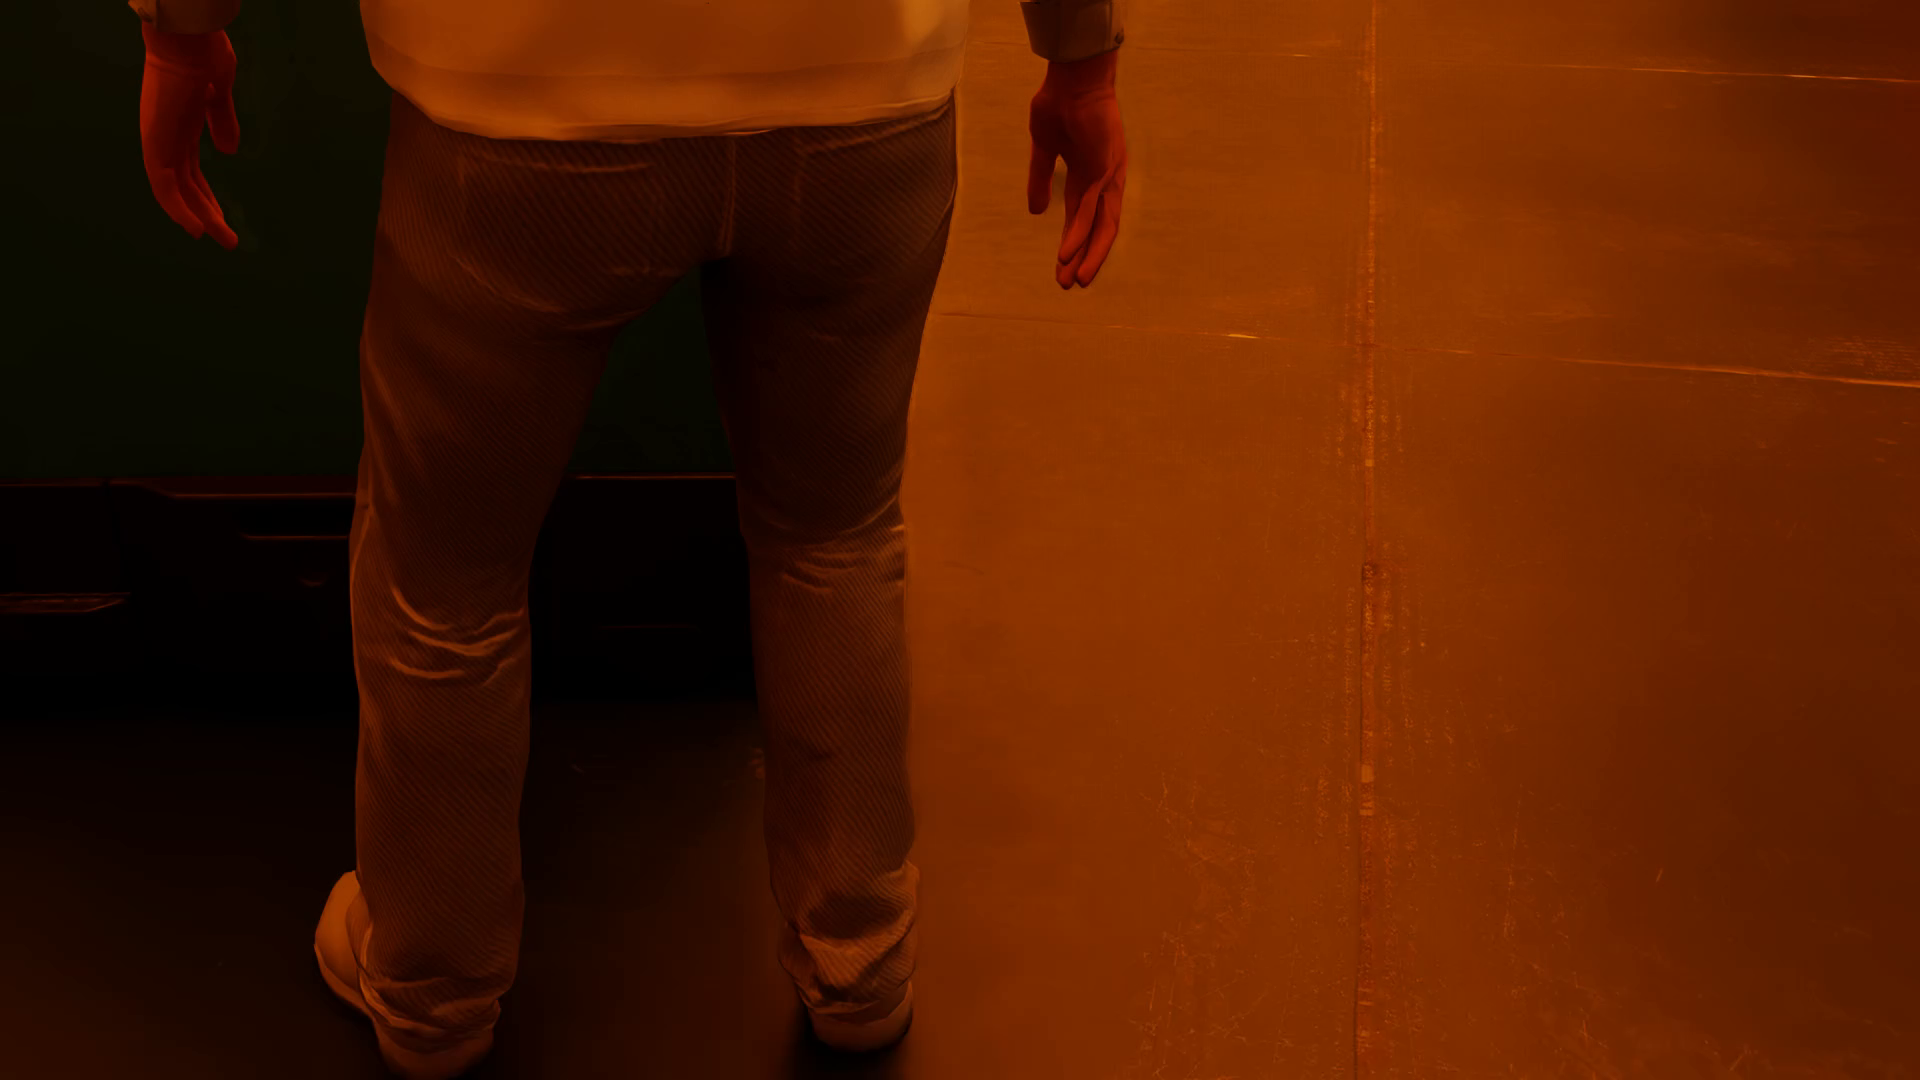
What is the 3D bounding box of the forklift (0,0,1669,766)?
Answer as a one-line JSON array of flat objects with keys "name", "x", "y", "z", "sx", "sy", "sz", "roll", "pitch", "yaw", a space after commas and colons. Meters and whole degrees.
[{"name": "forklift", "x": -0.618, "y": -1.435, "z": 2.090, "sx": 3.031, "sy": 2.935, "sz": 1.130, "roll": 9, "pitch": 28, "yaw": 17}]
